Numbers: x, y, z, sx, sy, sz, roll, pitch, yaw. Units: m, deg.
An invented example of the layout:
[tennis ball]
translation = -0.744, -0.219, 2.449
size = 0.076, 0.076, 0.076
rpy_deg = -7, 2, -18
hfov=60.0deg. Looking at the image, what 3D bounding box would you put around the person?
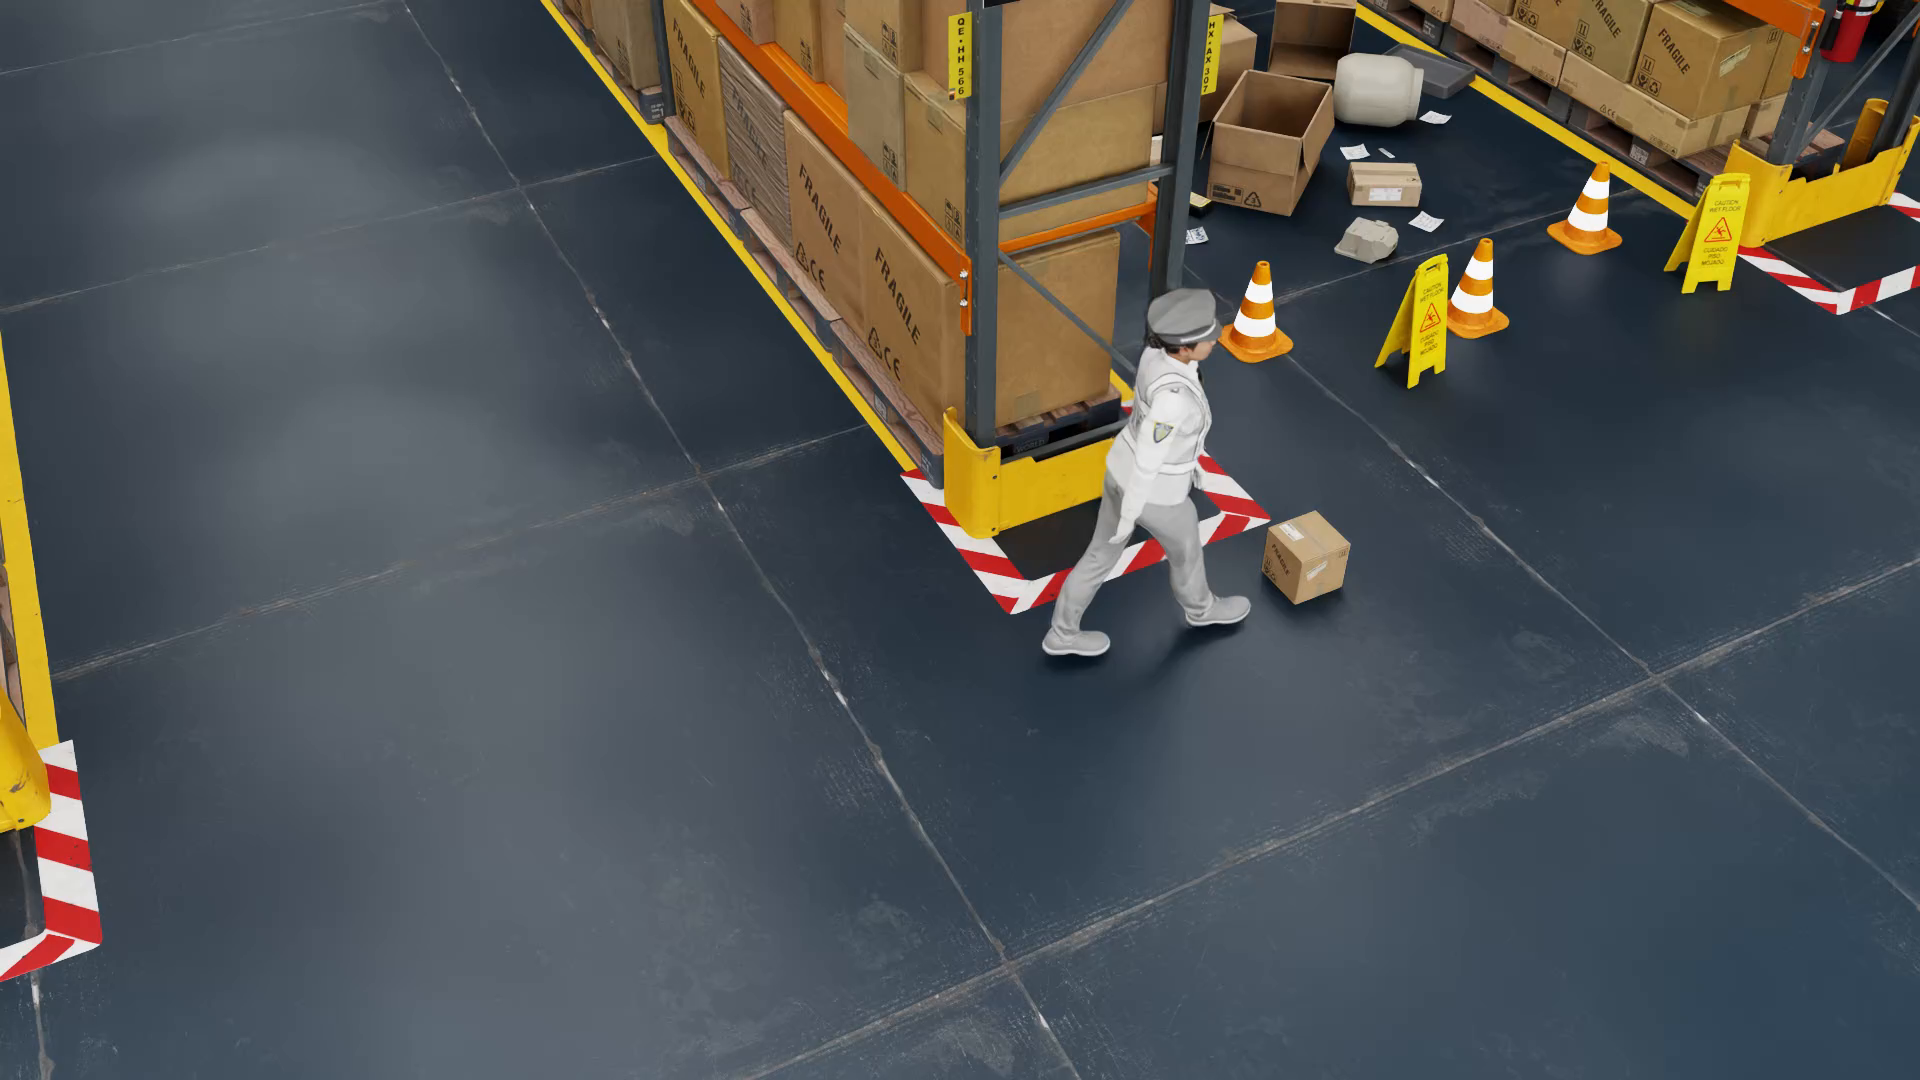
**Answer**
[person]
translation = 0.765, -0.251, 6.424
size = 0.925, 1.616, 0.458
rpy_deg = -13, 43, -14
